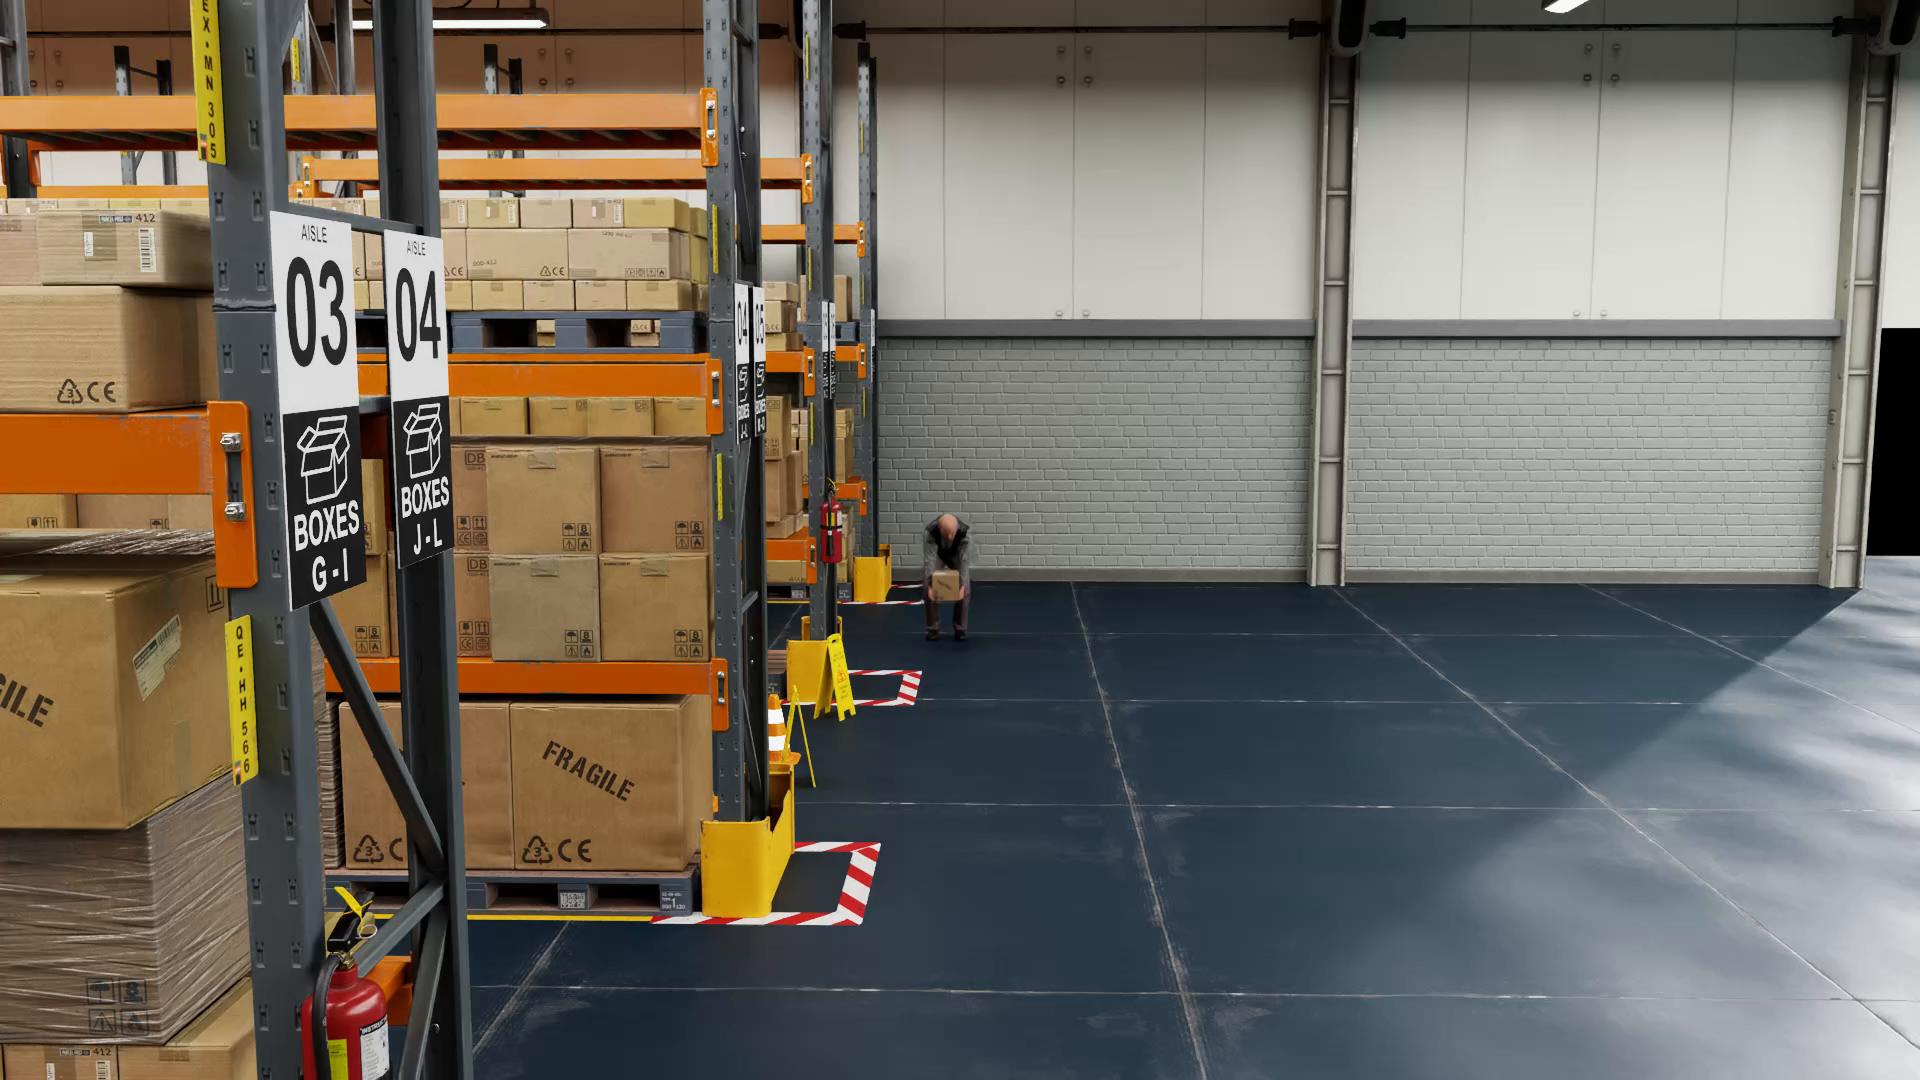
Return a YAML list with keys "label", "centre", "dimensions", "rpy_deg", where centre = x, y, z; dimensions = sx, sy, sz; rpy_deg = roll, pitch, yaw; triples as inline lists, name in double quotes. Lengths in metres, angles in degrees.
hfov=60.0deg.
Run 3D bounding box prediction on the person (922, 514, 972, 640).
- label: "person"
  centre: [-0.123, 0.349, 15.885]
  dimensions: [0.475, 1.276, 0.908]
  rpy_deg: [0, 7, -1]
